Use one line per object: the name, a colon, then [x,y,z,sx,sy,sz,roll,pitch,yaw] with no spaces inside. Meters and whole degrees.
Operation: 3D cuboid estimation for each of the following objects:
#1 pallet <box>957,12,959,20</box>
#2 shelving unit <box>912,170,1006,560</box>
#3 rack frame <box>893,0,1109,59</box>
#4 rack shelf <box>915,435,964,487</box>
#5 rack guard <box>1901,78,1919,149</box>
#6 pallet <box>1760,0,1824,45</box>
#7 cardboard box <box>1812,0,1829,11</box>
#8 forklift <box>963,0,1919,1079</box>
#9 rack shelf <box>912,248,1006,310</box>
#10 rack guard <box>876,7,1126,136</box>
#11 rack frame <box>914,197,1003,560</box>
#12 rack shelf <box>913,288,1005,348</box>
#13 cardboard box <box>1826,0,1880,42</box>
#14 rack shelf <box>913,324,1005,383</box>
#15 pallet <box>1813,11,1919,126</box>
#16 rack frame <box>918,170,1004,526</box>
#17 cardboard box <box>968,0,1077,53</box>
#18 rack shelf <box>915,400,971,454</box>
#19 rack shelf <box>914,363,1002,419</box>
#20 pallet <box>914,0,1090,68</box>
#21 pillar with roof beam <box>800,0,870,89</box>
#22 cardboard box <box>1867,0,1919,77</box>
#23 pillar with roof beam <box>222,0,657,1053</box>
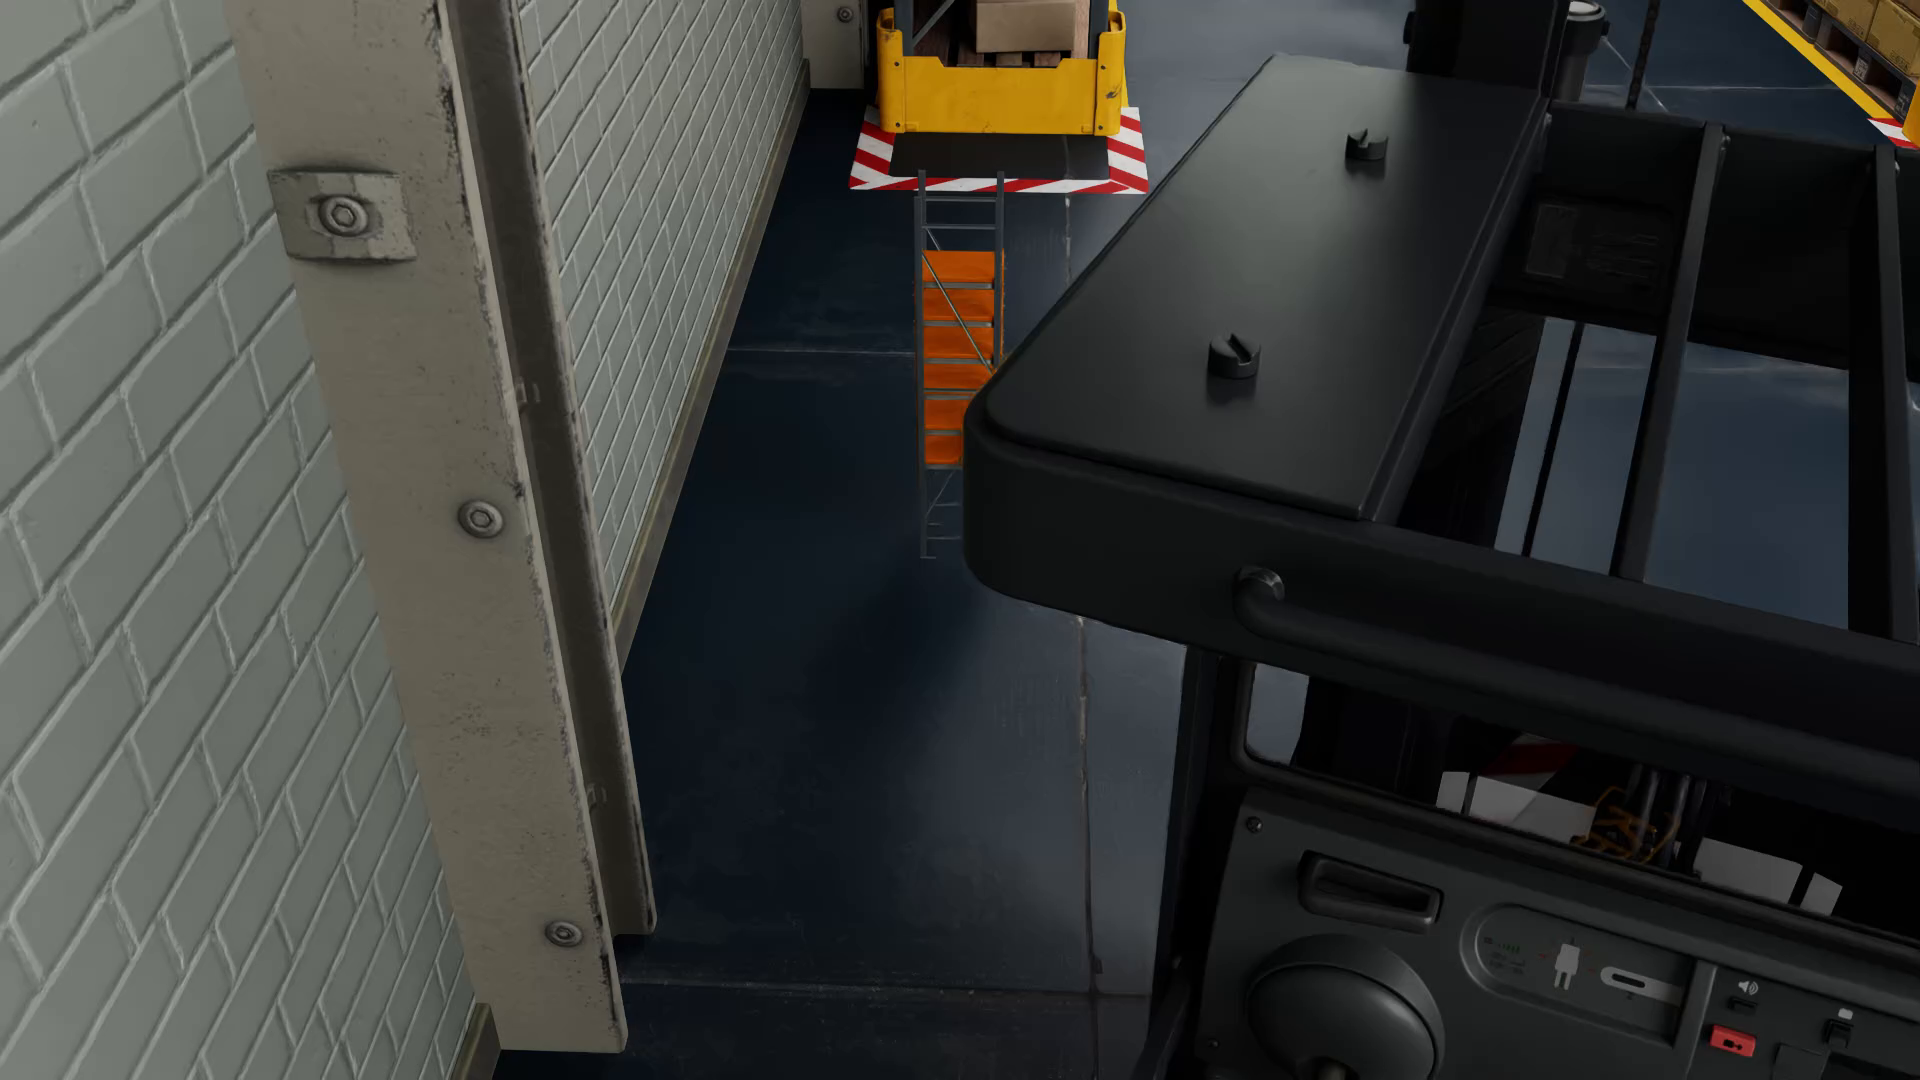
pallet: [0.315,-3.312,9.780,1.003,0.211,1.213,1,35,2]
shelving unit: [-0.001,-0.483,4.893,0.258,1.200,0.189,1,35,2]
rack frame: [0.192,-3.245,7.258,1.000,3.000,0.127,1,35,2]
rack shelf: [-0.001,-0.250,5.057,0.258,0.103,0.180,1,35,2]
rack guard: [5.141,-2.096,7.797,1.175,0.500,0.348,1,35,2]
pallet: [5.183,-3.131,9.521,1.003,0.211,1.213,1,35,2]
cardboard box: [4.895,-3.069,9.034,0.500,0.250,0.500,1,35,2]
forklift: [0.669,0.660,1.762,1.130,2.935,3.031,14,38,19]
rack shelf: [-0.001,-0.741,4.712,0.258,0.103,0.180,1,35,2]
rack guard: [0.195,-2.266,8.039,1.175,0.500,0.348,1,35,2]
rack frame: [-0.004,-0.430,4.818,0.240,1.200,0.006,1,35,2]
rack shelf: [-0.001,-0.643,4.781,0.258,0.103,0.180,1,35,2]
cardboard box: [4.877,-2.782,8.625,0.500,0.250,0.500,1,35,2]
rack shelf: [-0.001,-0.544,4.850,0.258,0.103,0.180,1,35,2]
pallet: [5.131,-2.432,8.527,1.003,0.211,1.213,1,35,2]
rack frame: [0.003,-0.535,4.968,0.240,1.200,0.006,1,35,2]
cardboard box: [0.310,-2.720,8.467,0.500,0.311,0.500,-2,35,-3]
rack shelf: [-0.001,-0.348,4.988,0.258,0.103,0.180,1,35,2]
rack shelf: [-0.001,-0.446,4.919,0.258,0.103,0.180,1,35,2]
pallet: [0.263,-2.613,8.785,1.003,0.211,1.213,1,35,2]
pillar with roof beam: [3.658,-6.022,5.992,9.100,9.000,0.400,1,35,2]
cardboard box: [4.869,-2.494,8.216,0.500,0.250,0.500,1,35,2]
pillar with roof beam: [3.417,-2.575,1.087,9.100,9.000,0.400,1,35,2]
